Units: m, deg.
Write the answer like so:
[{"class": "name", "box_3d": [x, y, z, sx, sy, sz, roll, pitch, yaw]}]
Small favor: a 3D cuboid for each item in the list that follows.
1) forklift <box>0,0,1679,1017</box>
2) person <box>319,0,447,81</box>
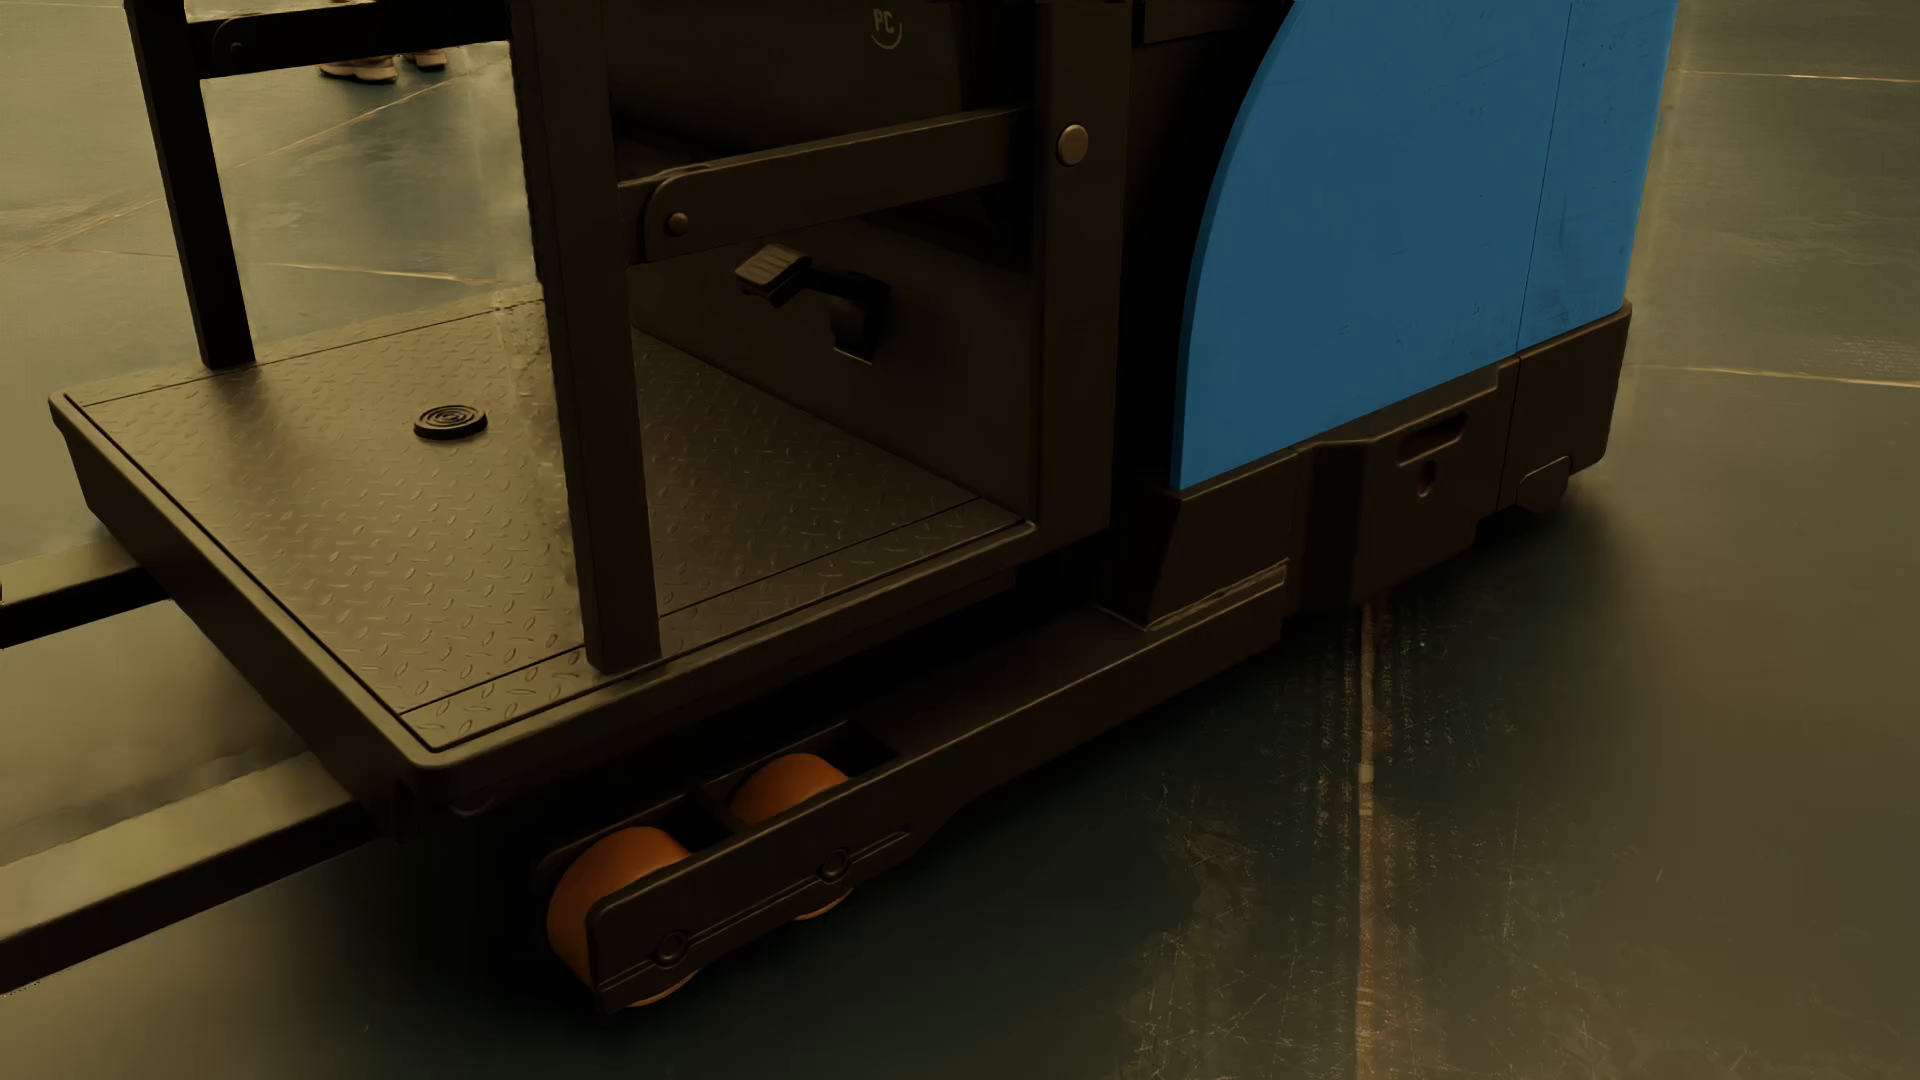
[{"class": "forklift", "box_3d": [-0.424, -1.127, 1.479, 3.031, 2.935, 1.130, -21, 34, -36]}, {"class": "person", "box_3d": [-1.981, -2.362, 5.198, 0.692, 1.781, 0.570, -21, 34, -35]}]
